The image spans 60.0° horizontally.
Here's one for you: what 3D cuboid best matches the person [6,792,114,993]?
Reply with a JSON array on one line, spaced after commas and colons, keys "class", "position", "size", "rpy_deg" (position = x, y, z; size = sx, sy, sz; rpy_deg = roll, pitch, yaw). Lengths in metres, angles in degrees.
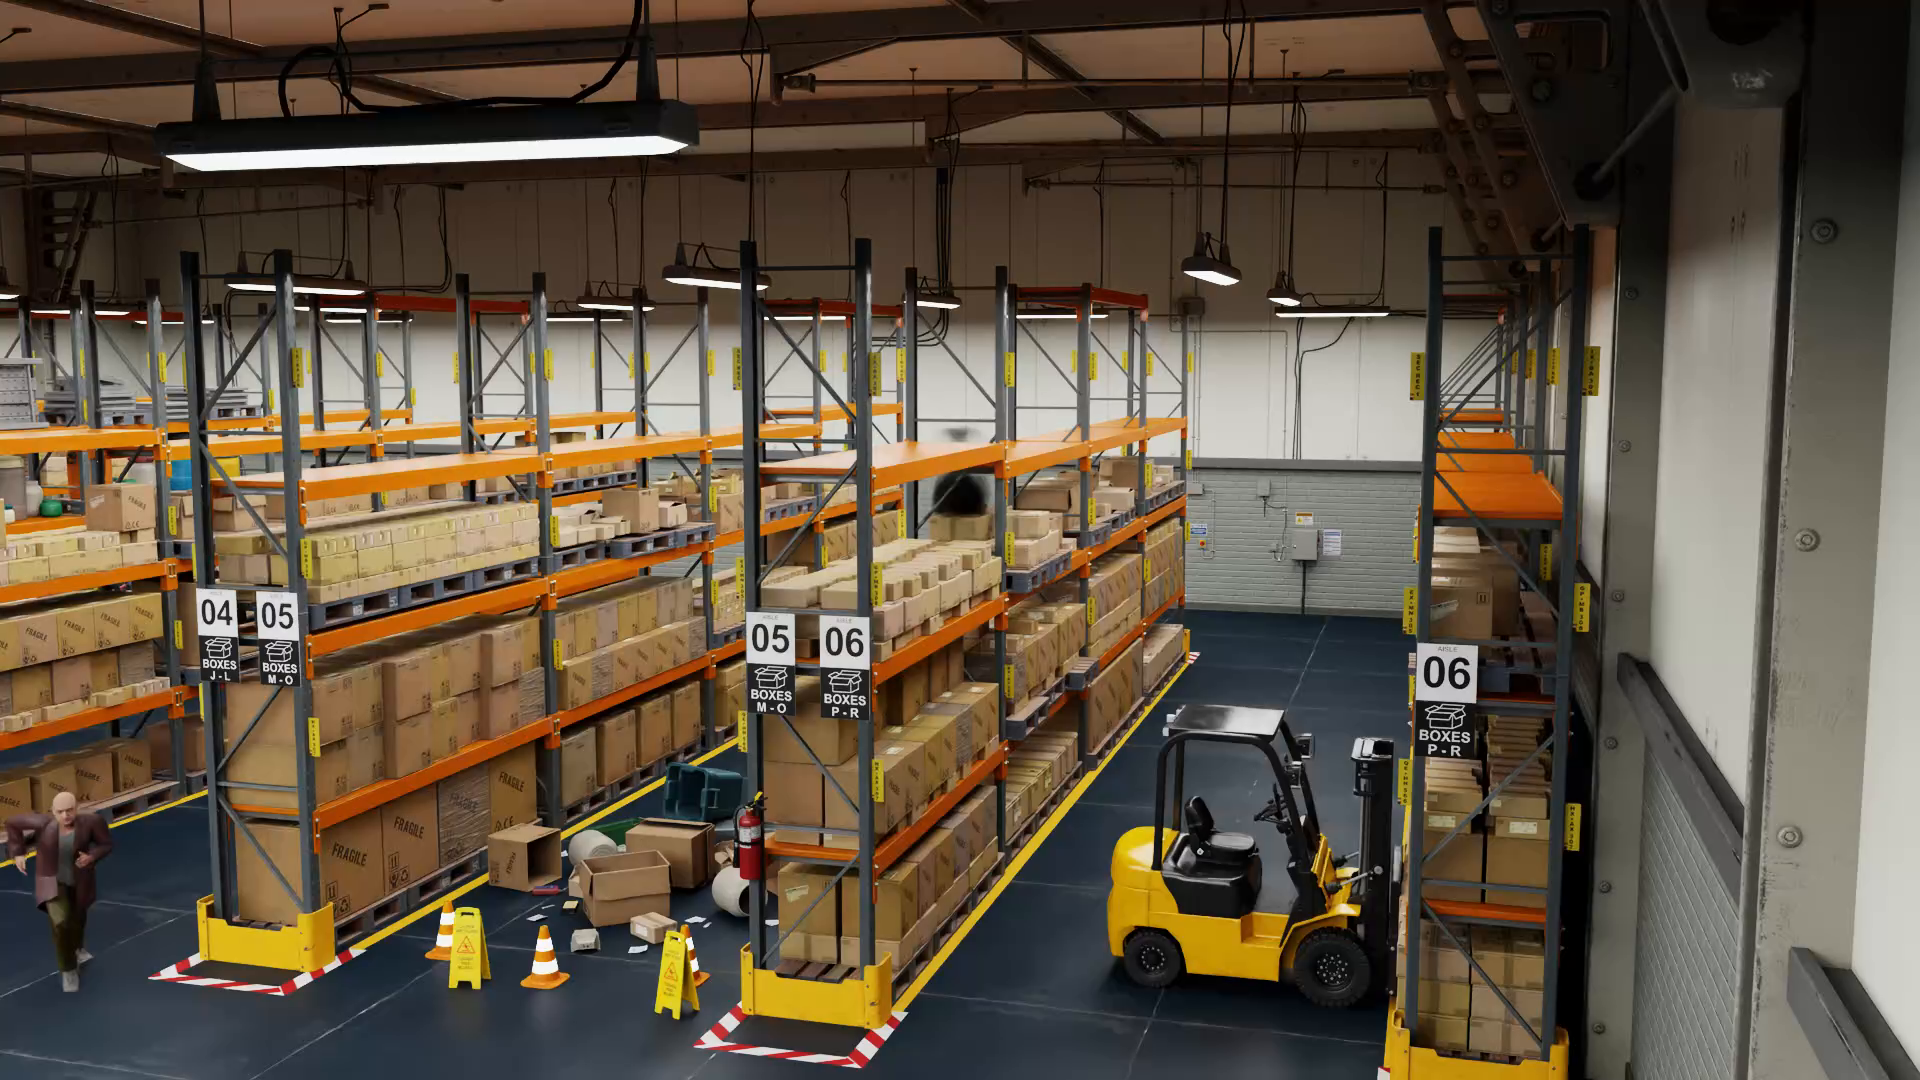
[{"class": "person", "position": [-7.354, 2.845, 13.642], "size": [0.754, 1.723, 1.040], "rpy_deg": [-4, 7, -30]}]
